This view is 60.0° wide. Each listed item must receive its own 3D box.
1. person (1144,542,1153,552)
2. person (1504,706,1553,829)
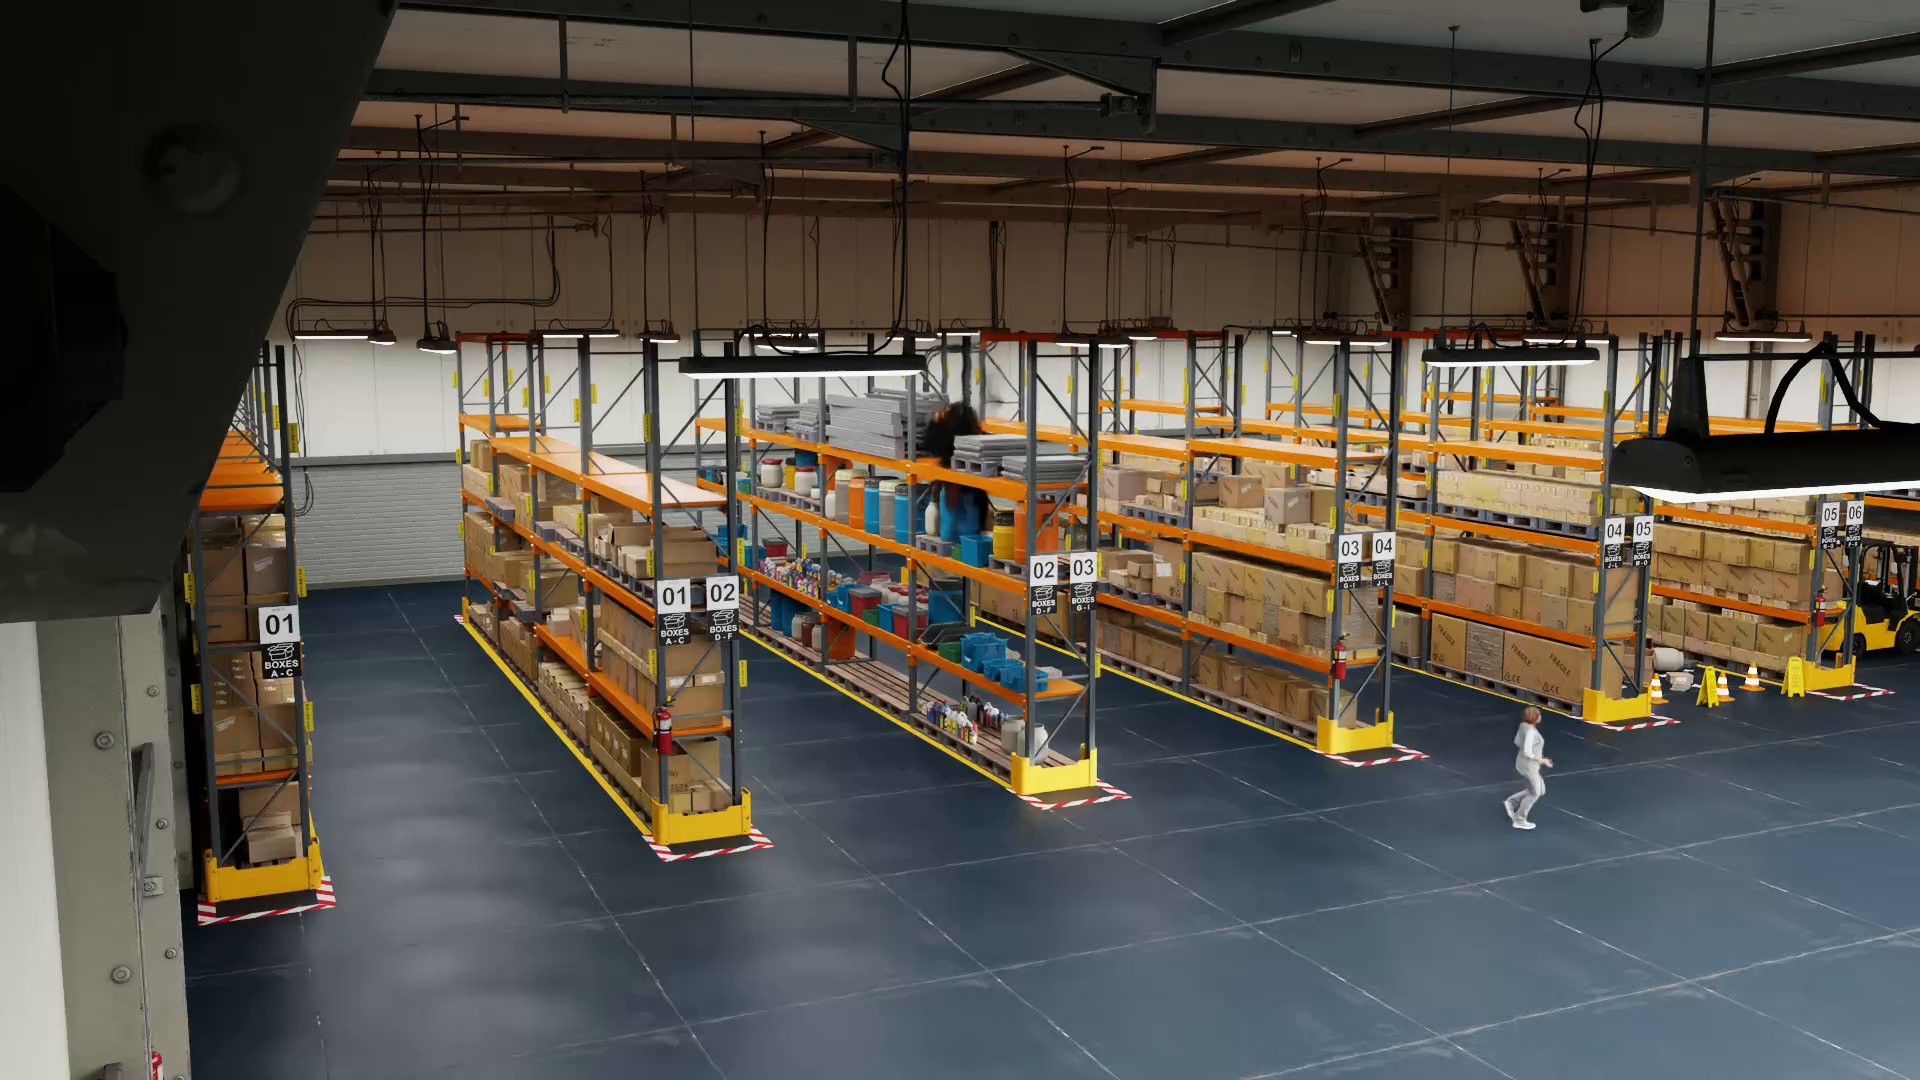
[{"bbox_3d":[4.938,-0.288,42.715,0.611,1.735,0.676,-3,8,-23],"label":"person"},{"bbox_3d":[7.016,2.808,20.504,0.530,1.554,0.512,1,8,10],"label":"person"}]
